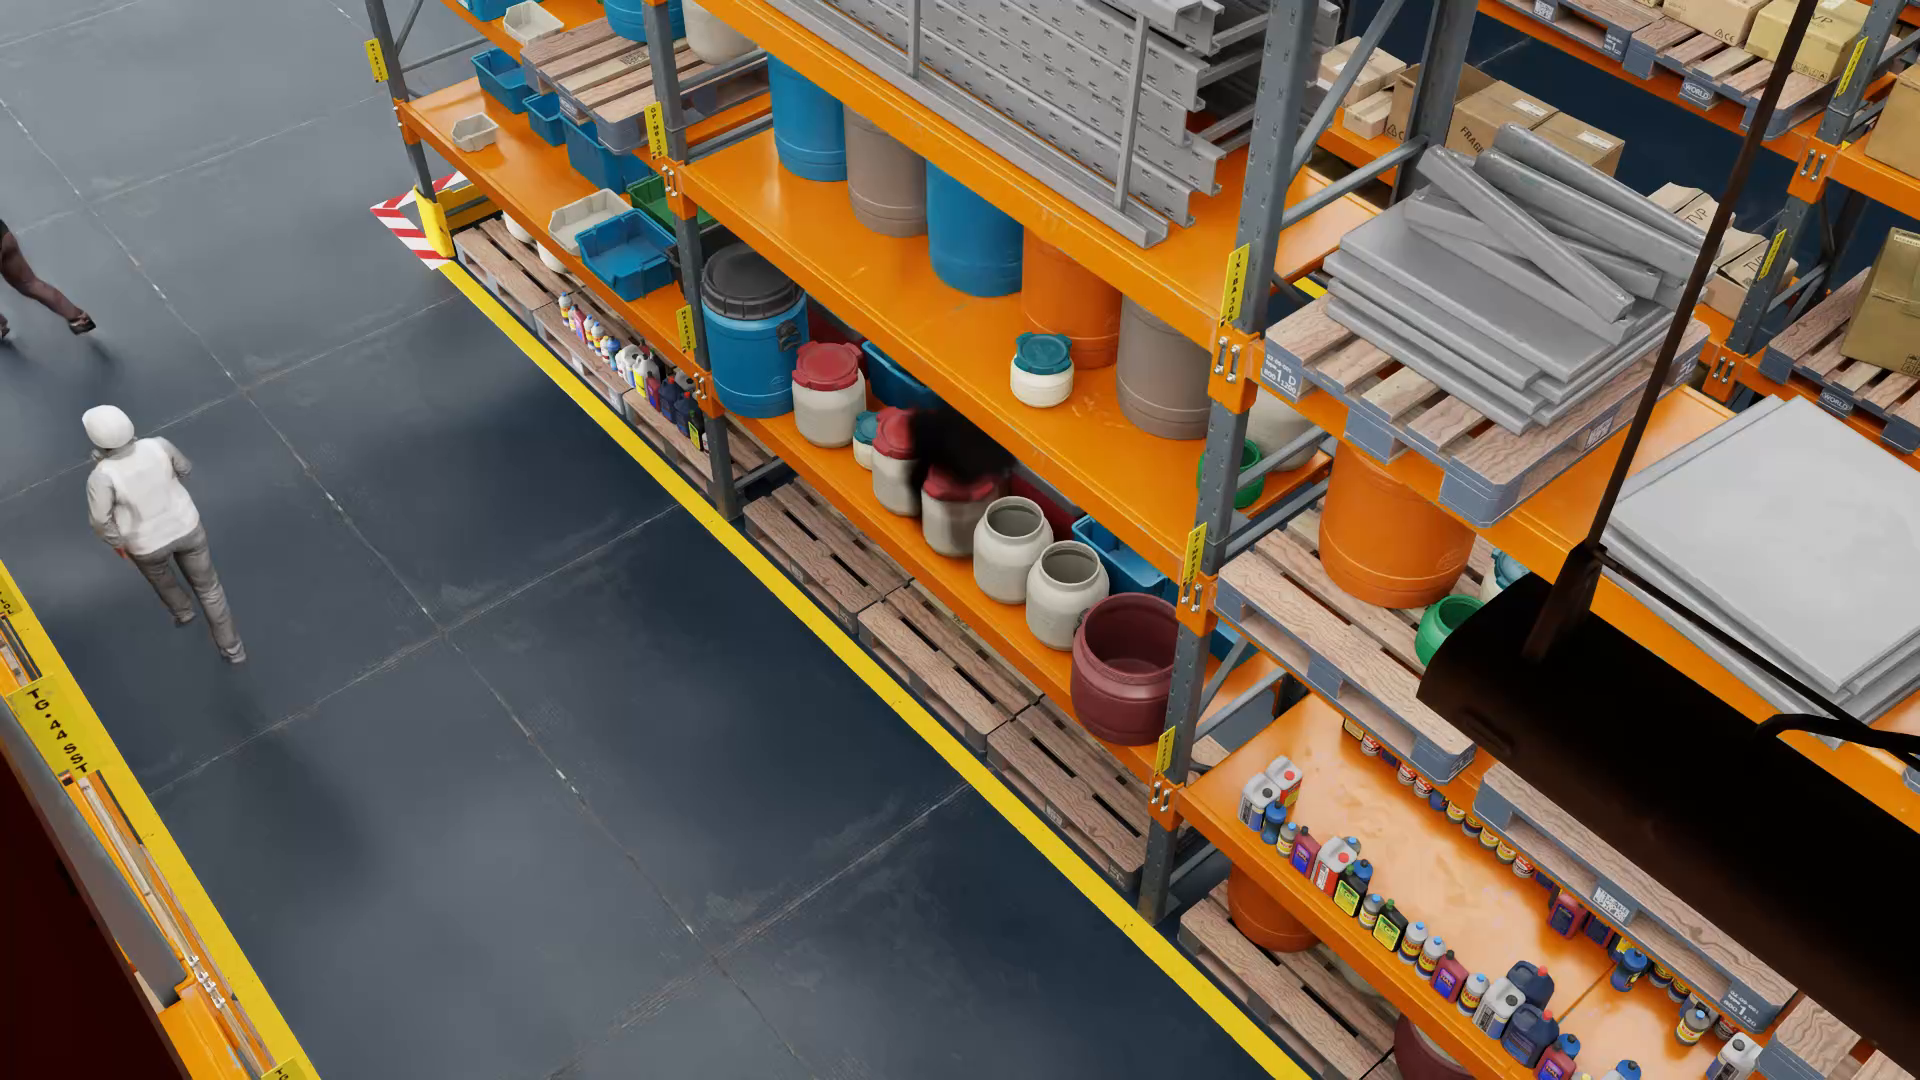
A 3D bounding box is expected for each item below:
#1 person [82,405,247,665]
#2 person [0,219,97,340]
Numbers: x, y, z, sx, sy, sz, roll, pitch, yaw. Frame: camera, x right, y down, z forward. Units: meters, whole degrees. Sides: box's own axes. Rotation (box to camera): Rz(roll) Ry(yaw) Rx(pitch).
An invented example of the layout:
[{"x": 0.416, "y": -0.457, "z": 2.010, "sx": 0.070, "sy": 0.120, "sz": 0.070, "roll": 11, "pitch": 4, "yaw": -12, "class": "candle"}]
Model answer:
[{"x": -4.528, "y": 0.002, "z": 9.480, "sx": 0.641, "sy": 1.838, "sz": 0.838, "roll": -31, "pitch": 54, "yaw": -26, "class": "person"}, {"x": -6.853, "y": -1.998, "z": 11.793, "sx": 0.987, "sy": 1.681, "sz": 0.701, "roll": 4, "pitch": 47, "yaw": 4, "class": "person"}]
